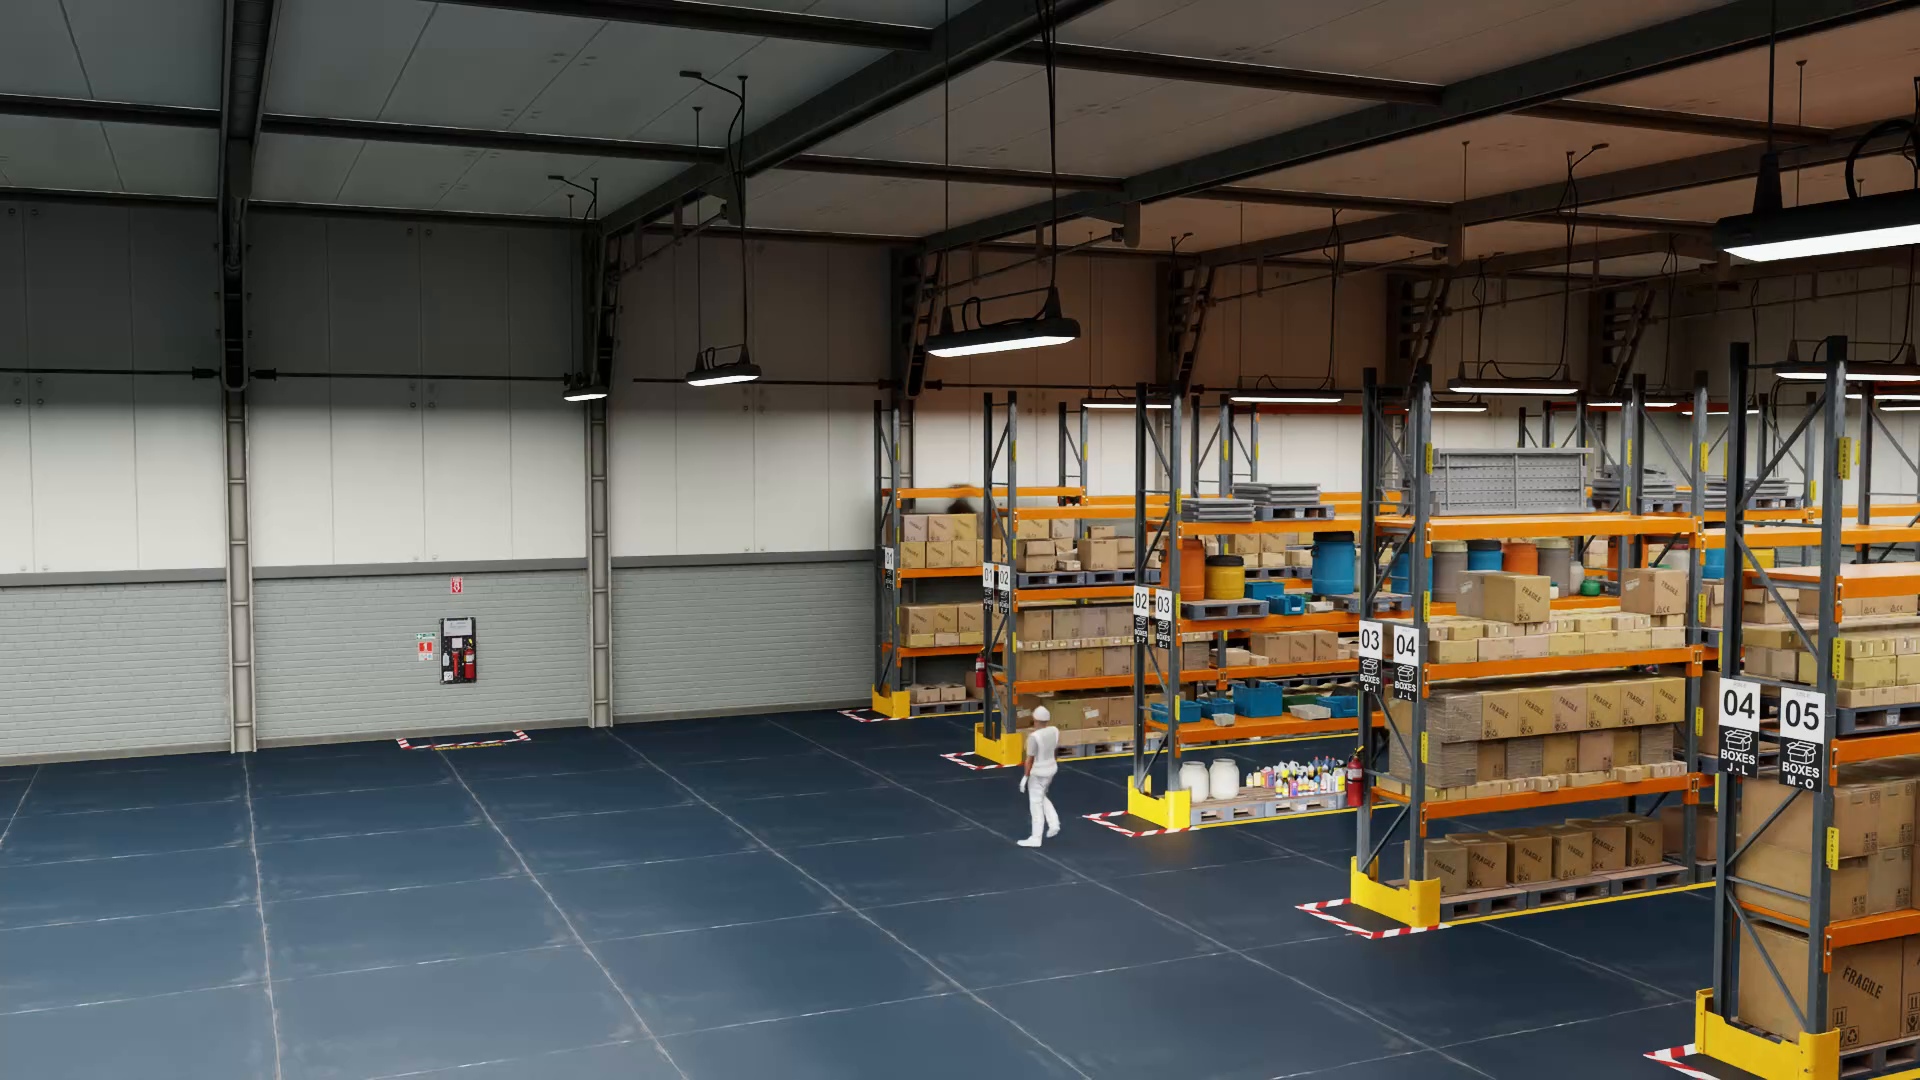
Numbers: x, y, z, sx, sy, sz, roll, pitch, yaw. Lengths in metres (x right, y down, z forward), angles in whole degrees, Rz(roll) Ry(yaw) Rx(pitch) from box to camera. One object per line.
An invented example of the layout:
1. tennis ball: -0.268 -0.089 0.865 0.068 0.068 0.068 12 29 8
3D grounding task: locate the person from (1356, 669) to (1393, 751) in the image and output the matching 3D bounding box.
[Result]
1. person: 6.907 2.660 27.637 1.090 1.717 0.697 -2 4 -33

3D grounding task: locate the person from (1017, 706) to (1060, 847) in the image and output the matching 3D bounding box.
1. person: 1.041 3.013 21.380 0.423 1.783 0.664 2 4 28
